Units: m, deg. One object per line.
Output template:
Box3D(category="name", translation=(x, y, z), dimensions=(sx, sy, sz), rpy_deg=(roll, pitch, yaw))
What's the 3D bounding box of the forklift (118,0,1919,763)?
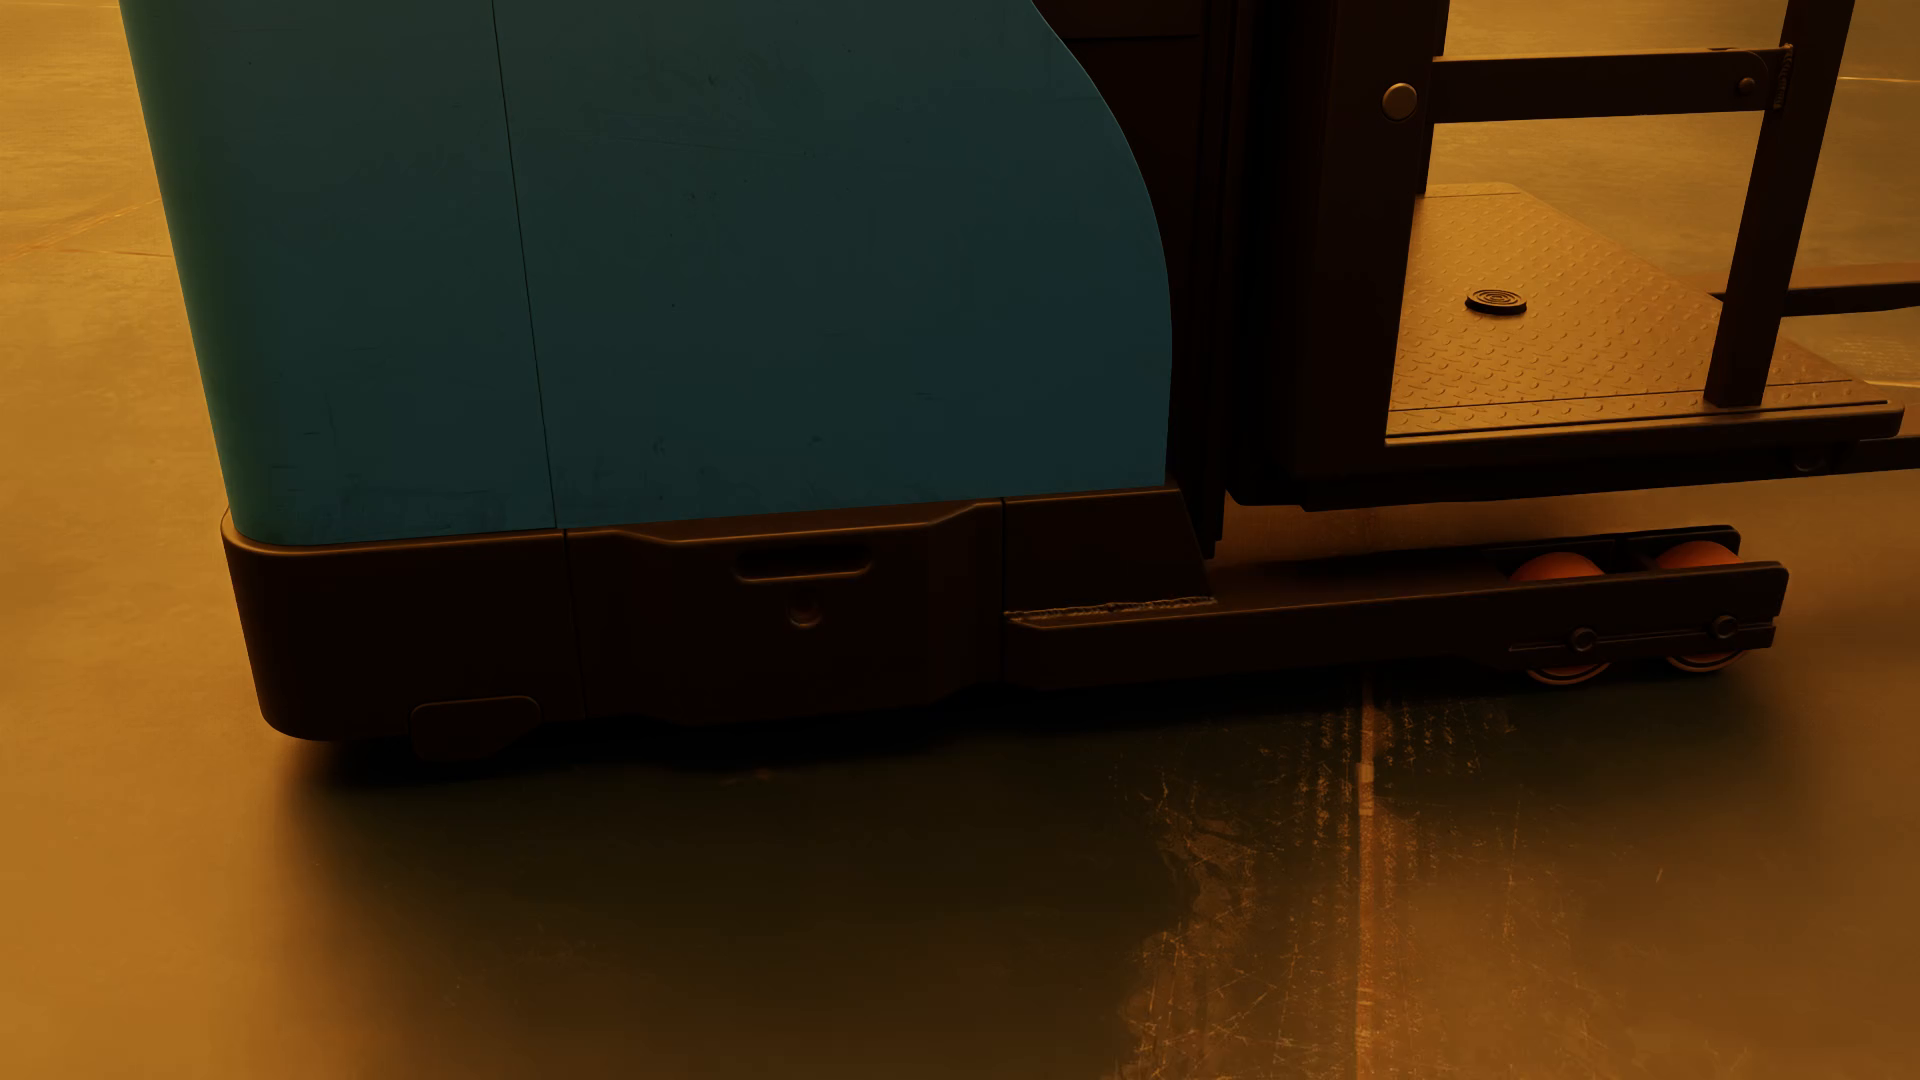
Box3D(category="forklift", translation=(0.600, -1.354, 1.930), dimensions=(3.031, 2.935, 1.130), rpy_deg=(-4, 27, -9))
